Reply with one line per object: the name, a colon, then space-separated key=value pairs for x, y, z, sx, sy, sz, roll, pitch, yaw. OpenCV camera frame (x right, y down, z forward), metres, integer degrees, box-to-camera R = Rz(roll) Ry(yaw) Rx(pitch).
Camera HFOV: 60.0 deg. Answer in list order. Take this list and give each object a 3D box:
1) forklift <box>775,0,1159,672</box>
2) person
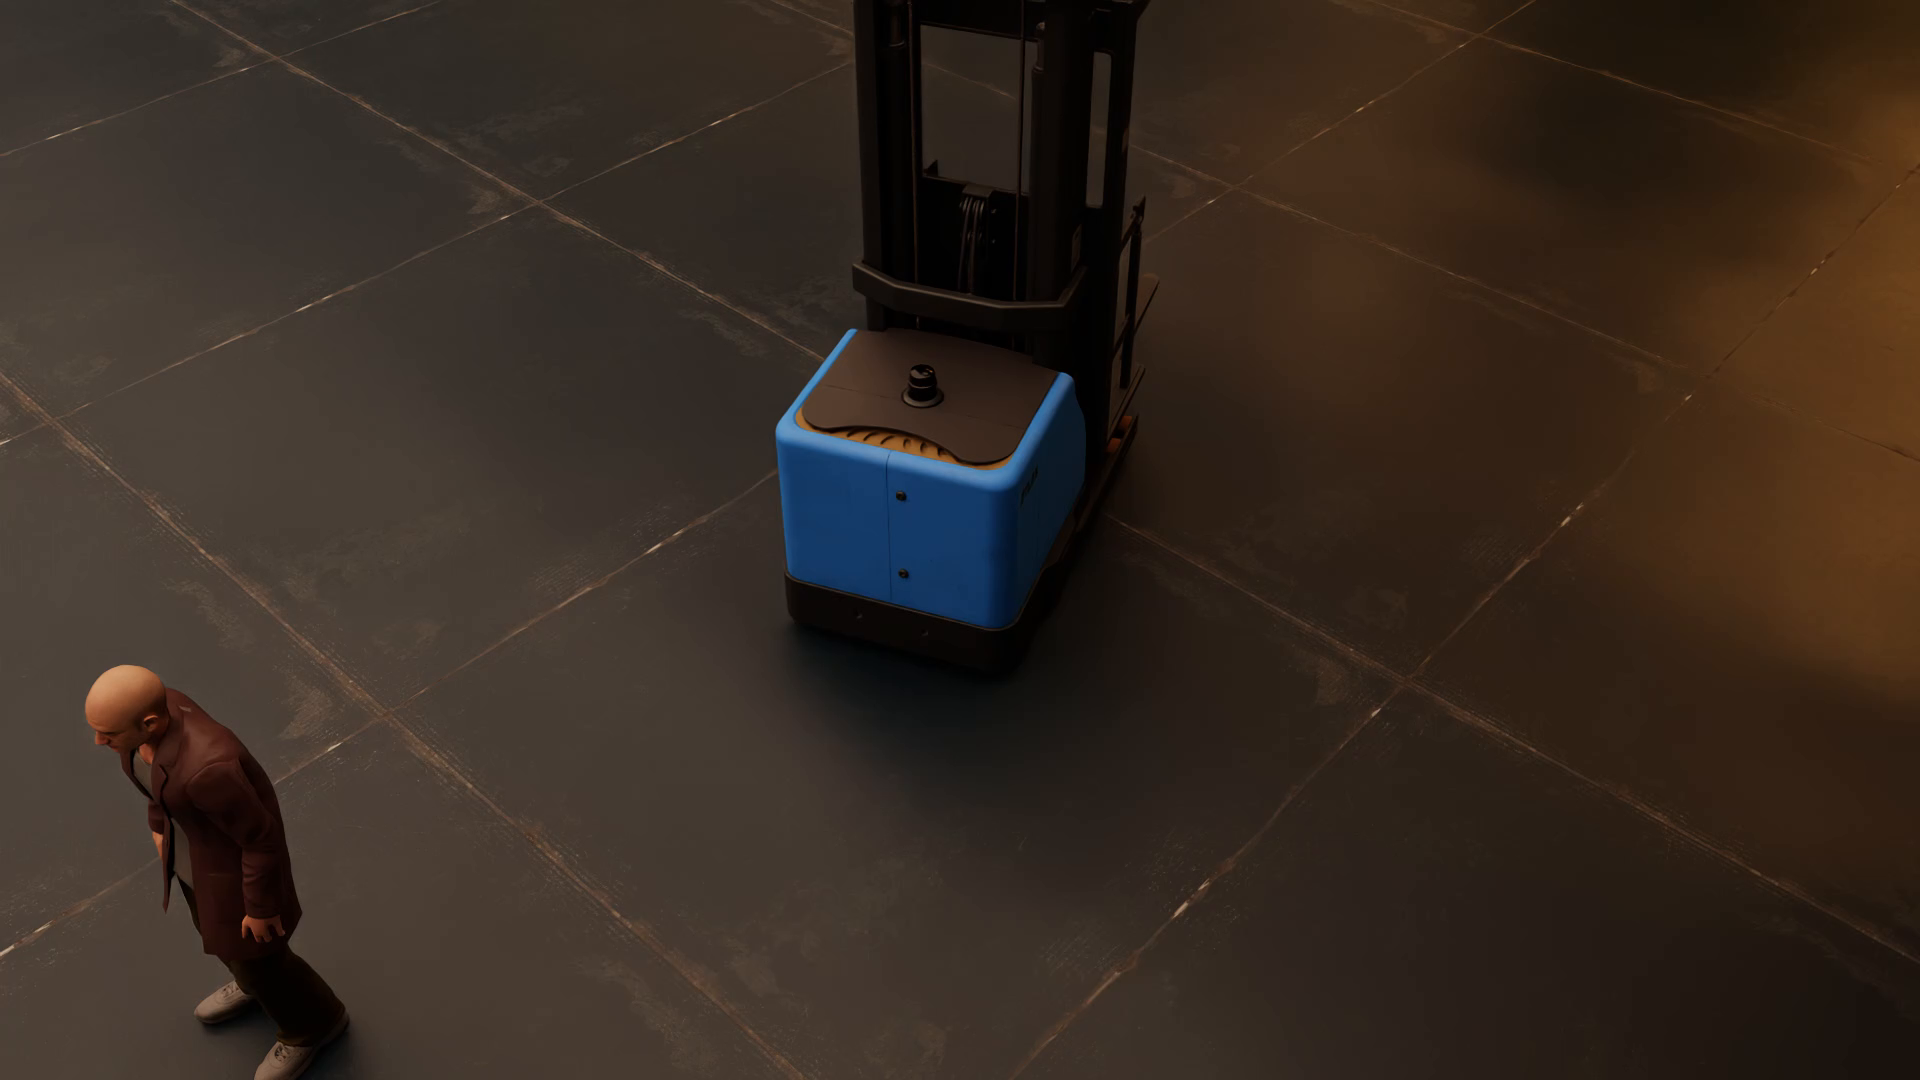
forklift: x=0.237 y=-1.530 z=7.212 sx=1.130 sy=2.935 sz=3.031 roll=14 pitch=42 yaw=15
person: x=-2.296 y=1.007 z=5.144 sx=0.644 sy=1.772 sz=0.436 roll=29 pitch=48 yaw=29
